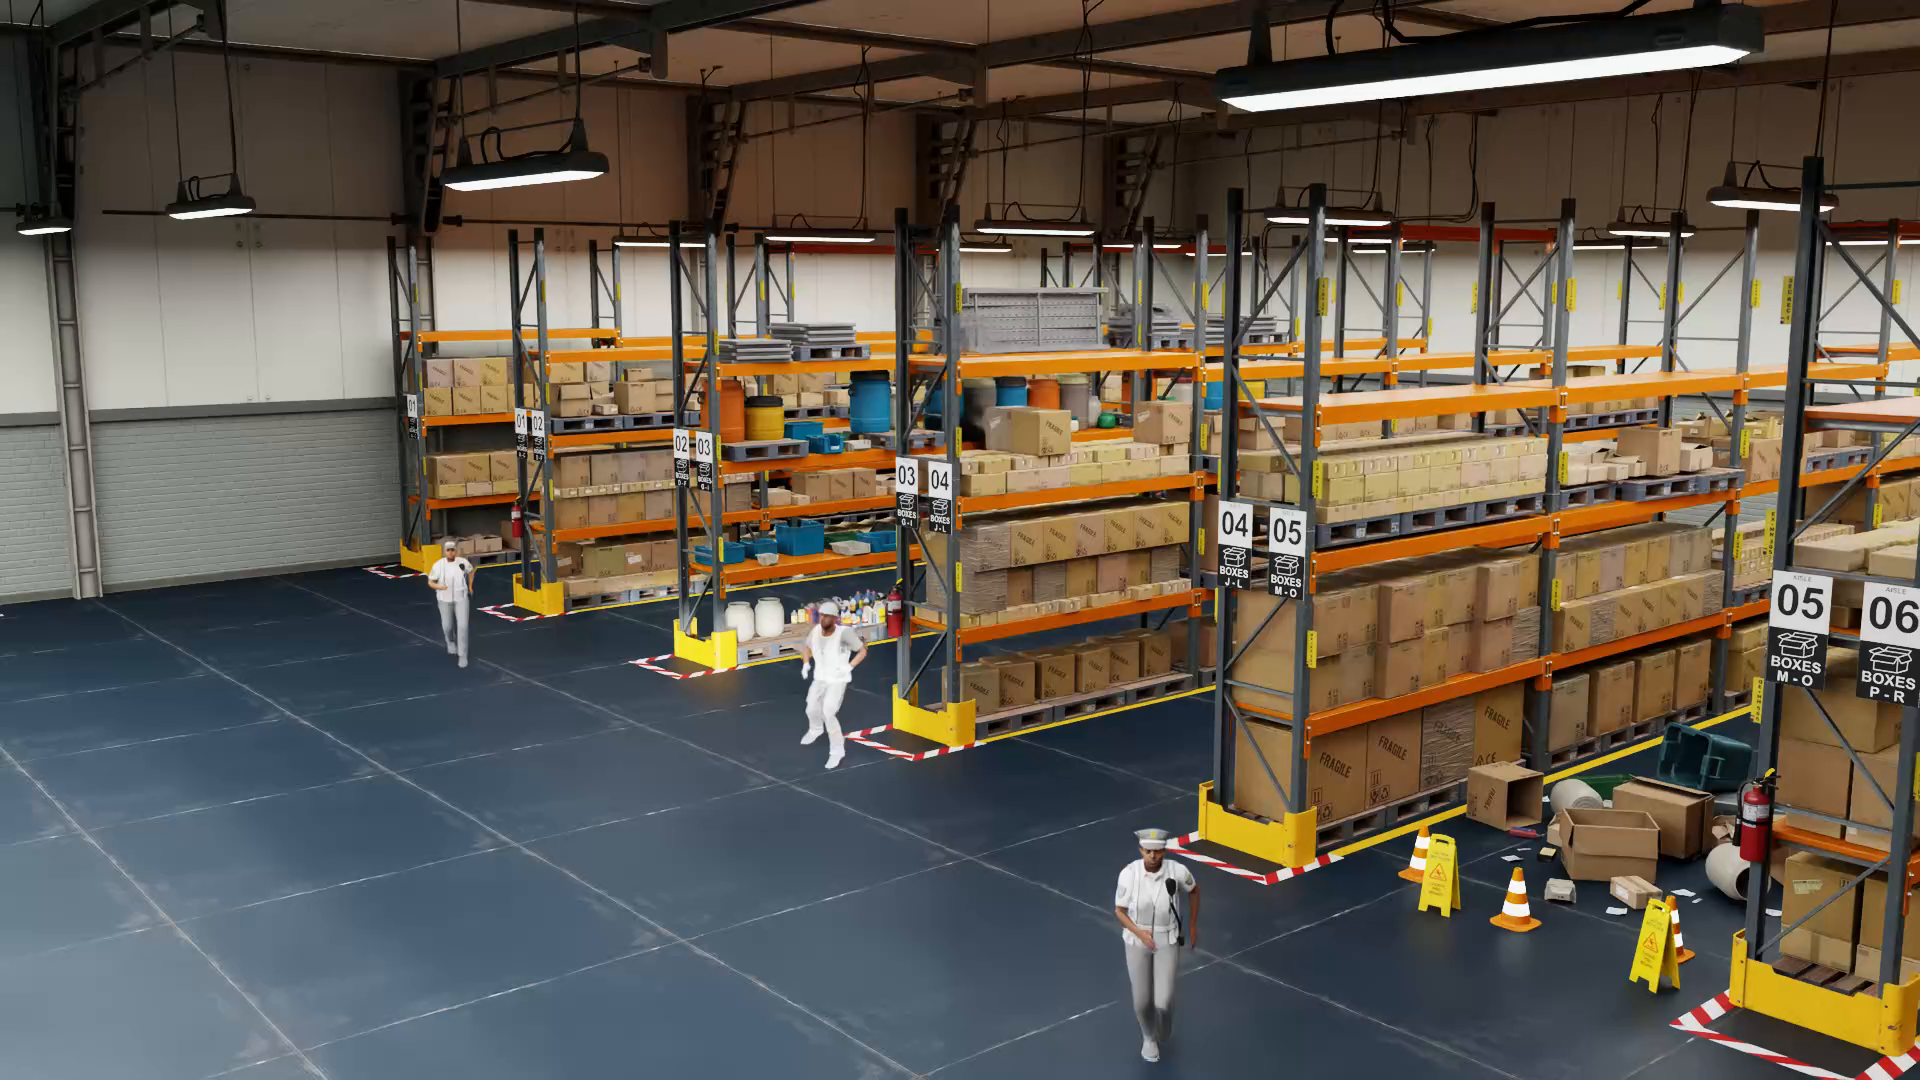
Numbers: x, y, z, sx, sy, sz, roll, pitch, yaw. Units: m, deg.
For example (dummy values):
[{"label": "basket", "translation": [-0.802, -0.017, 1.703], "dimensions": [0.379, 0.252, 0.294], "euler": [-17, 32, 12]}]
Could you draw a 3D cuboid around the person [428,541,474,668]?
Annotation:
[{"label": "person", "translation": [-6.952, 0.839, 22.794], "dimensions": [0.611, 1.677, 0.936], "euler": [-3, 9, -17]}]

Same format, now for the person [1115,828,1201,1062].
[{"label": "person", "translation": [1.299, 2.690, 11.001], "dimensions": [0.556, 1.650, 0.610], "euler": [1, 9, 9]}]

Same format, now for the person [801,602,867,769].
[{"label": "person", "translation": [-1.456, 1.537, 18.181], "dimensions": [0.910, 1.777, 0.754], "euler": [5, 10, 28]}]
